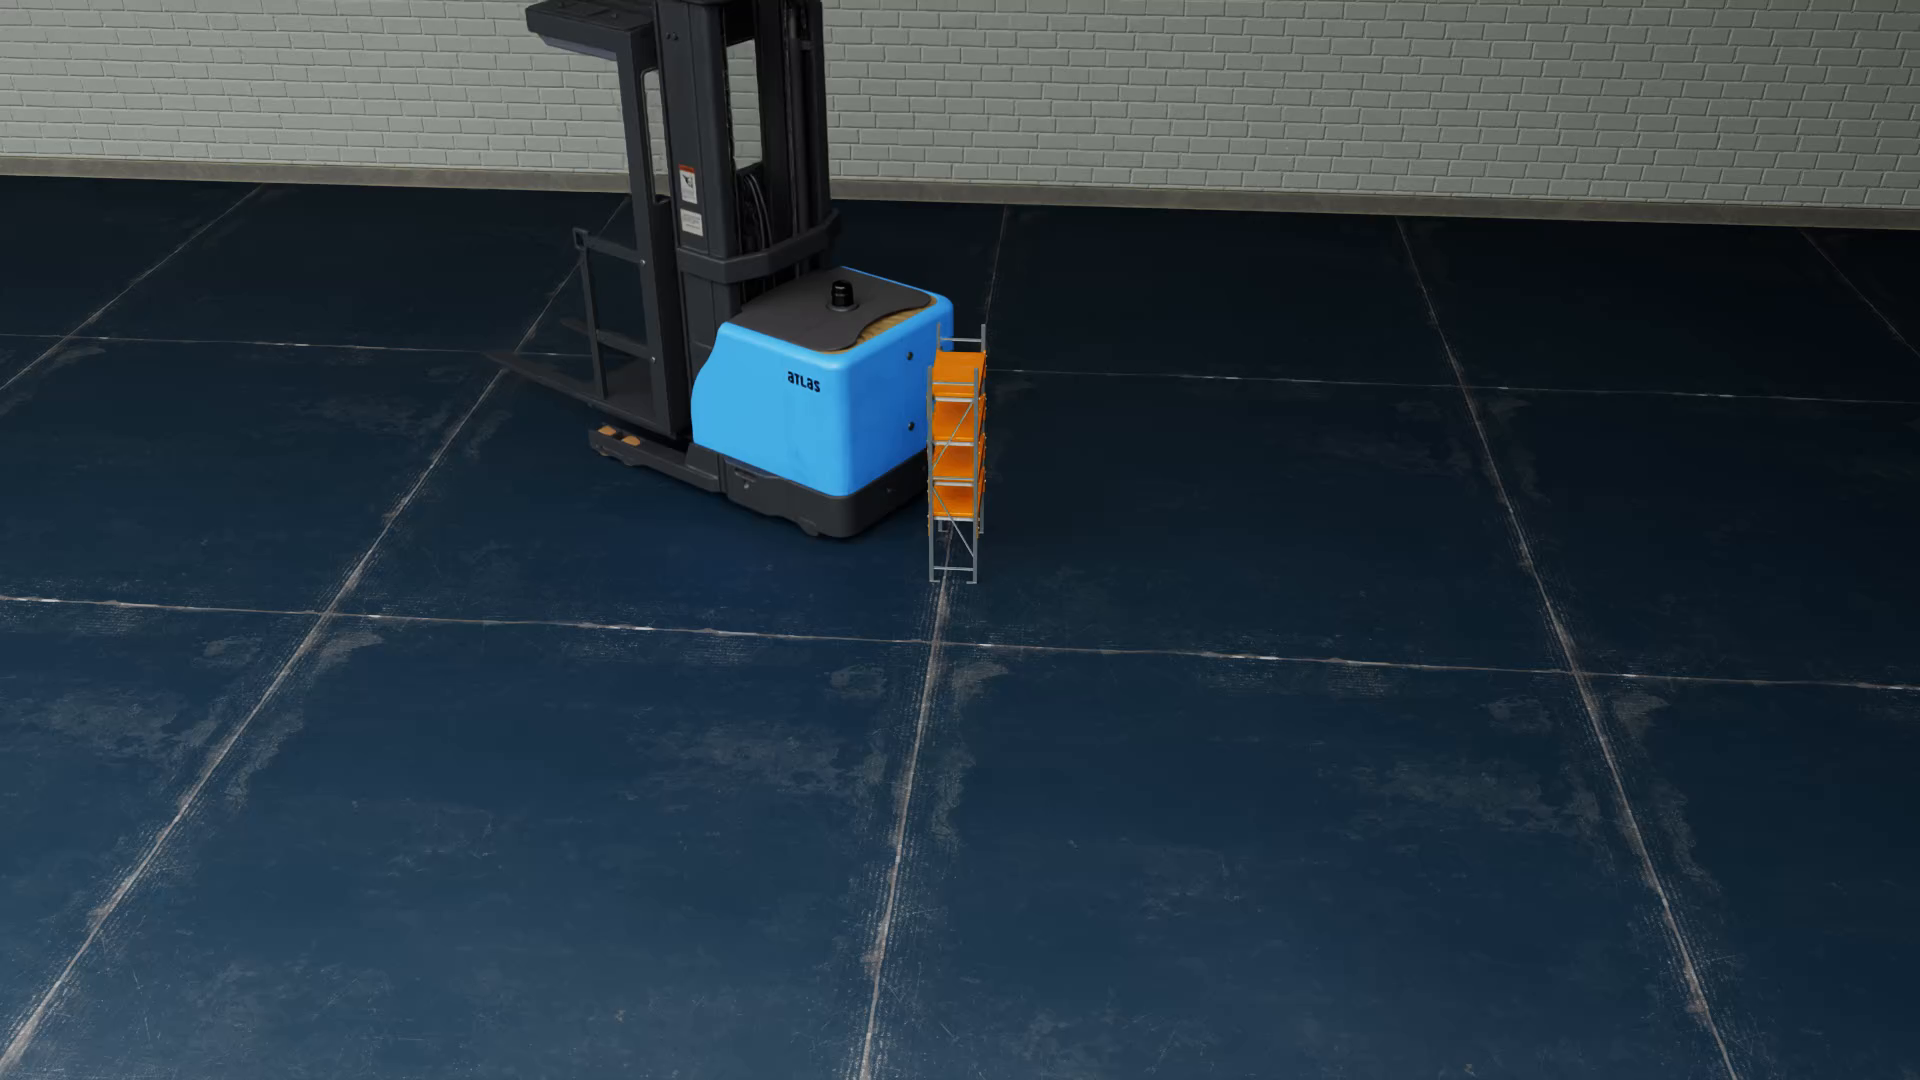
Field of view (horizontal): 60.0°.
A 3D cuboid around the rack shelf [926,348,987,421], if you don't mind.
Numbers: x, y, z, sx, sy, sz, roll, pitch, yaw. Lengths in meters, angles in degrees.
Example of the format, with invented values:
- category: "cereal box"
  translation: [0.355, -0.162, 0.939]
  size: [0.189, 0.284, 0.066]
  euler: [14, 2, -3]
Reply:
- category: "rack shelf"
  translation: [-0.013, -0.759, 8.089]
  size: [0.258, 0.148, 0.480]
  euler: [2, 32, 4]

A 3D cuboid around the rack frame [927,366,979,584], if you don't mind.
- category: "rack frame"
  translation: [-0.033, -0.297, 8.088]
  size: [0.240, 1.200, 0.015]
  euler: [2, 32, 4]

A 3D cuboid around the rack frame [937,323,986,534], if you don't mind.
- category: "rack frame"
  translation: [0.006, -0.552, 8.502]
  size: [0.240, 1.200, 0.015]
  euler: [2, 32, 4]

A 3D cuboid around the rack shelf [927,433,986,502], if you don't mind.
- category: "rack shelf"
  translation: [-0.013, -0.367, 8.330]
  size: [0.258, 0.148, 0.480]
  euler: [2, 32, 4]

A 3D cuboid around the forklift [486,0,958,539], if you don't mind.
- category: "forklift"
  translation: [-1.484, -1.861, 8.977]
  size: [3.031, 2.935, 1.130]
  euler: [21, 37, 30]

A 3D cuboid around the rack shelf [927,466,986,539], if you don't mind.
- category: "rack shelf"
  translation: [-0.013, -0.198, 8.434]
  size: [0.258, 0.148, 0.480]
  euler: [2, 32, 4]

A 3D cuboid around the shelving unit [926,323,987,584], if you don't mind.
- category: "shelving unit"
  translation: [-0.013, -0.424, 8.295]
  size: [0.258, 1.200, 0.503]
  euler: [2, 32, 4]

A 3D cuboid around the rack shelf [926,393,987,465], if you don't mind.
- category: "rack shelf"
  translation: [-0.013, -0.557, 8.213]
  size: [0.258, 0.148, 0.480]
  euler: [2, 32, 4]
